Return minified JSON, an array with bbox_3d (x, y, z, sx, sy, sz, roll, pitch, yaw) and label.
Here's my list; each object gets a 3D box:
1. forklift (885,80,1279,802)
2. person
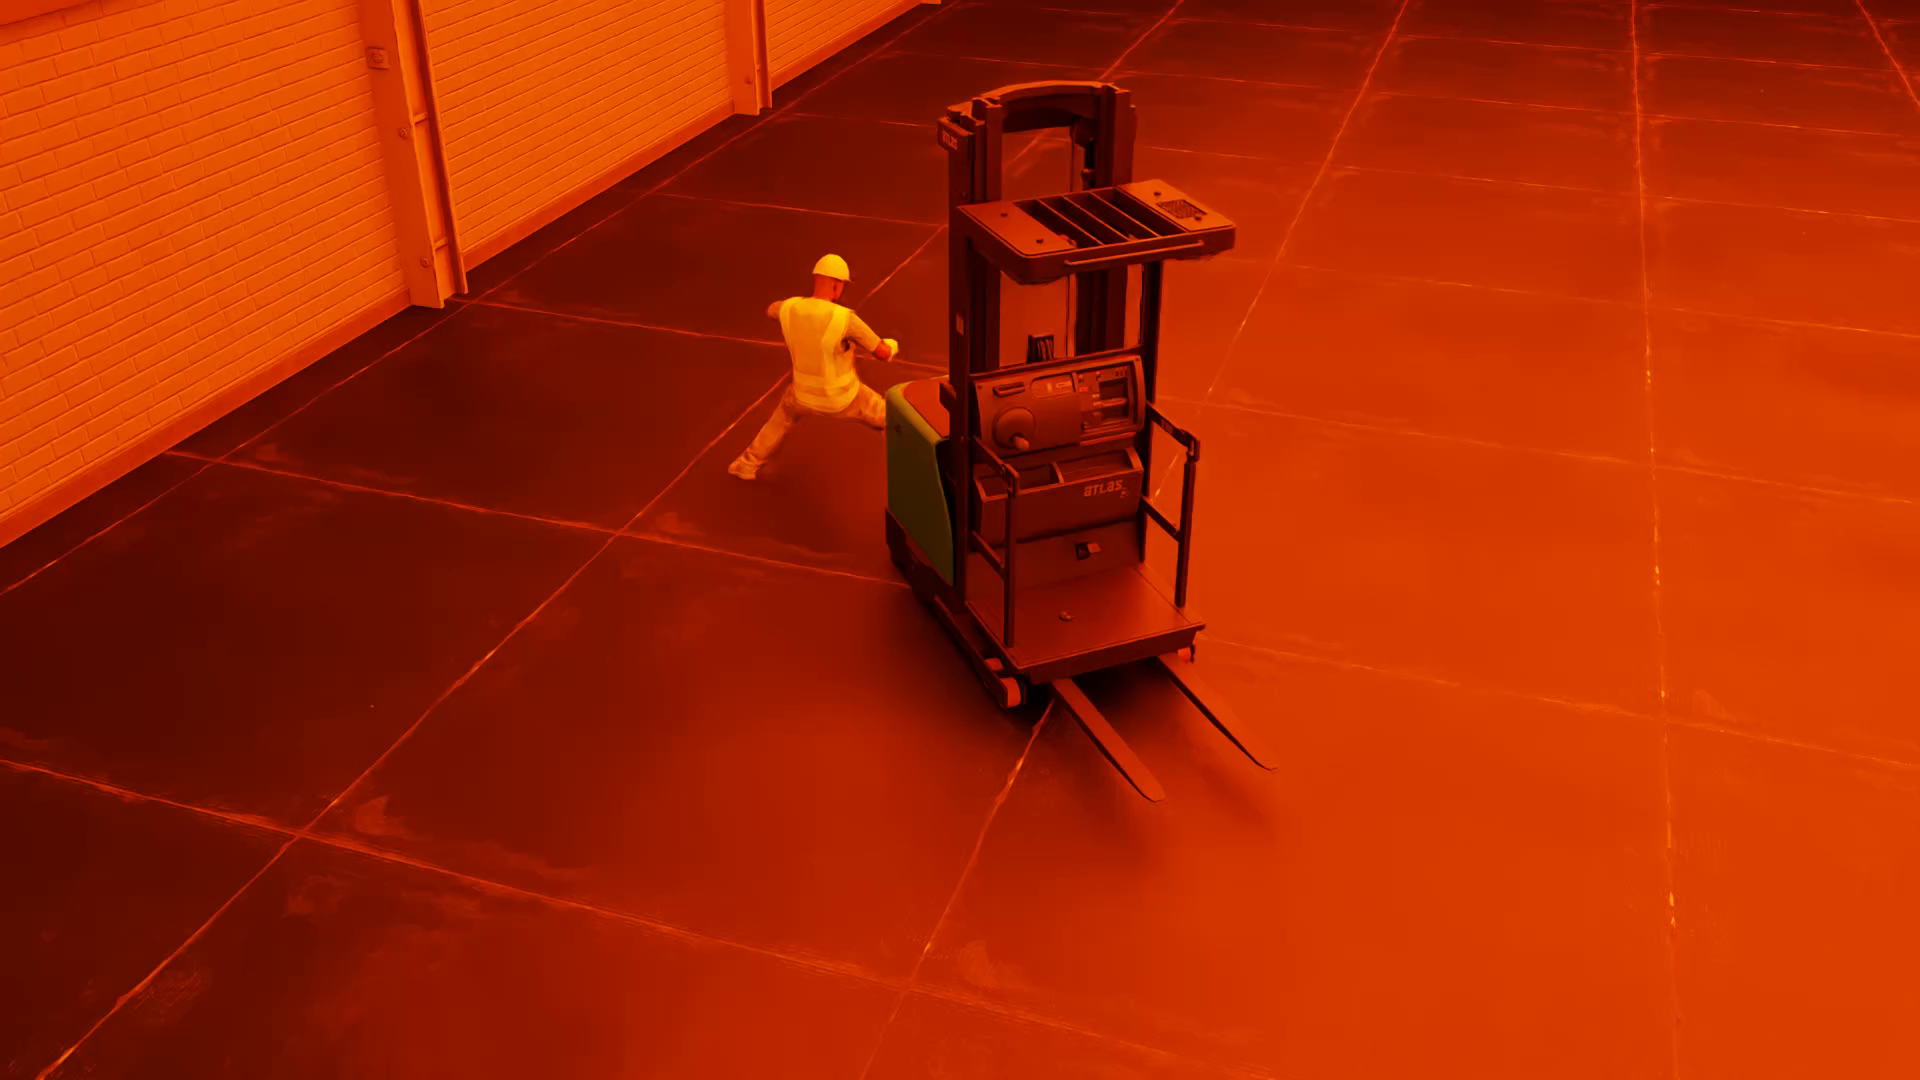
[{"bbox_3d":[0.599,-0.644,8.266,1.130,2.935,3.031,-12,32,-20],"label":"forklift"},{"bbox_3d":[-0.784,-1.061,10.370,1.320,1.558,0.858,16,33,25],"label":"person"}]
